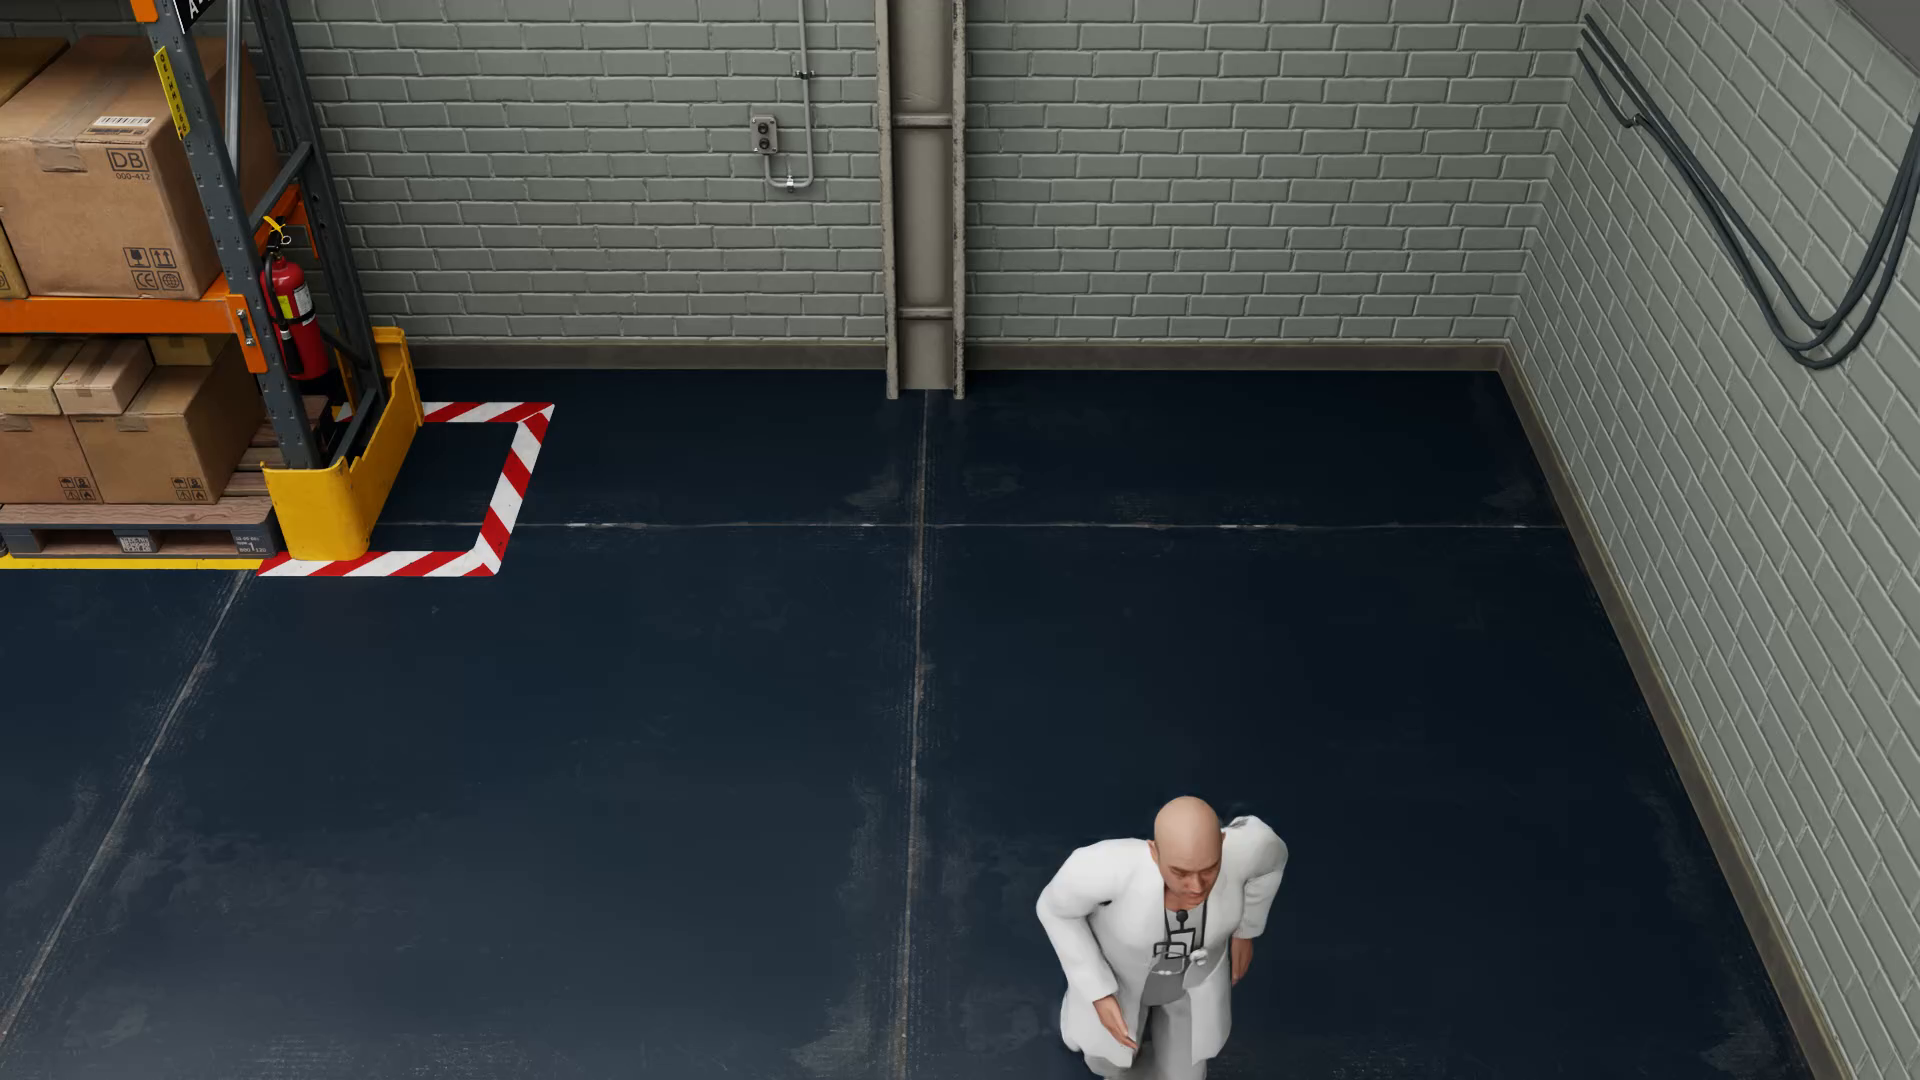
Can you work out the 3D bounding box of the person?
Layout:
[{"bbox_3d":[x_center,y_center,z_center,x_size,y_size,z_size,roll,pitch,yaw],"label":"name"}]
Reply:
[{"bbox_3d":[0.549,1.146,4.831,0.714,1.695,0.826,-3,39,-4],"label":"person"}]
